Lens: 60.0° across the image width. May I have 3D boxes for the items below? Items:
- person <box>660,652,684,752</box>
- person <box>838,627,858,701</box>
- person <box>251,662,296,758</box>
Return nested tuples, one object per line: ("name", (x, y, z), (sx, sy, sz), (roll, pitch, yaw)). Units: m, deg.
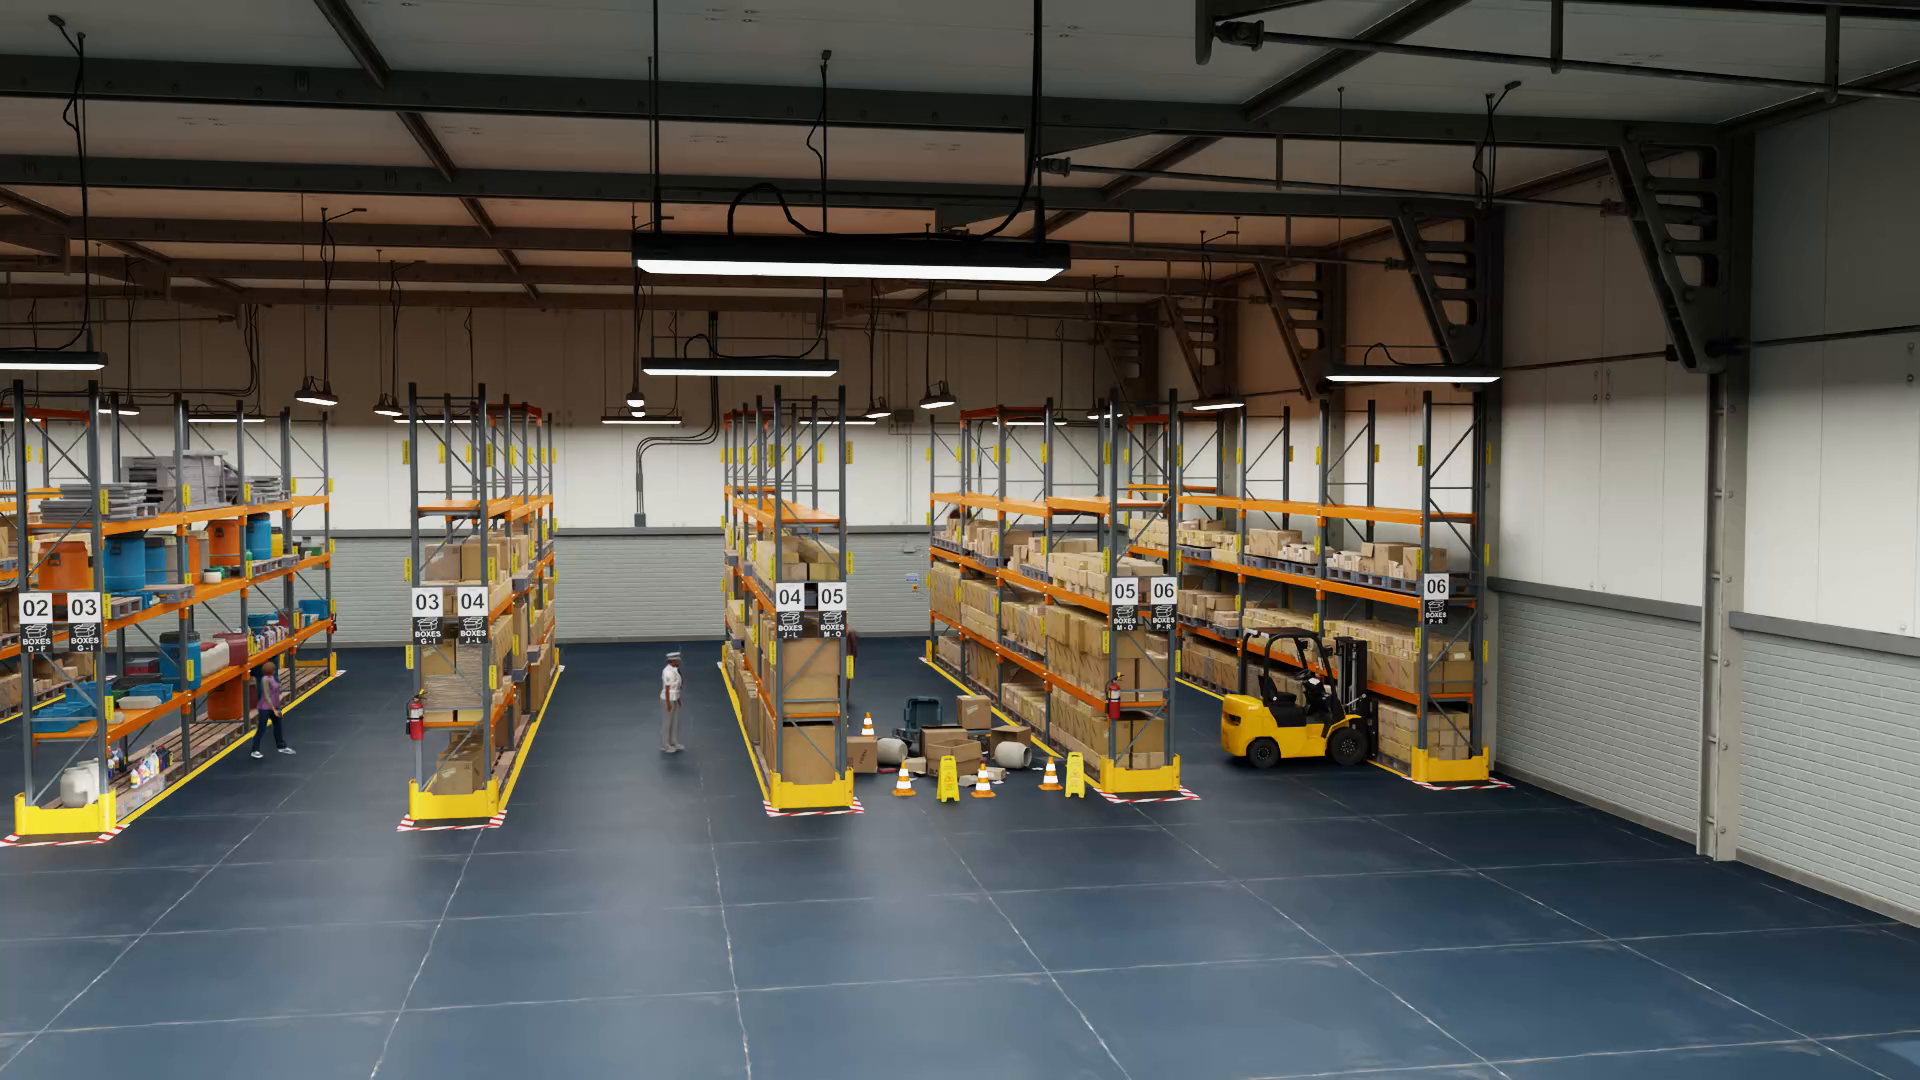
("person", (-4.893, 2.738, 28.185), (0.379, 1.679, 0.463), (0, 3, 7))
("person", (-2.378, 2.391, 33.765), (0.600, 1.788, 0.506), (0, 3, -4))
("person", (-11.485, 2.816, 27.715), (0.567, 1.597, 0.600), (0, 3, 3))
